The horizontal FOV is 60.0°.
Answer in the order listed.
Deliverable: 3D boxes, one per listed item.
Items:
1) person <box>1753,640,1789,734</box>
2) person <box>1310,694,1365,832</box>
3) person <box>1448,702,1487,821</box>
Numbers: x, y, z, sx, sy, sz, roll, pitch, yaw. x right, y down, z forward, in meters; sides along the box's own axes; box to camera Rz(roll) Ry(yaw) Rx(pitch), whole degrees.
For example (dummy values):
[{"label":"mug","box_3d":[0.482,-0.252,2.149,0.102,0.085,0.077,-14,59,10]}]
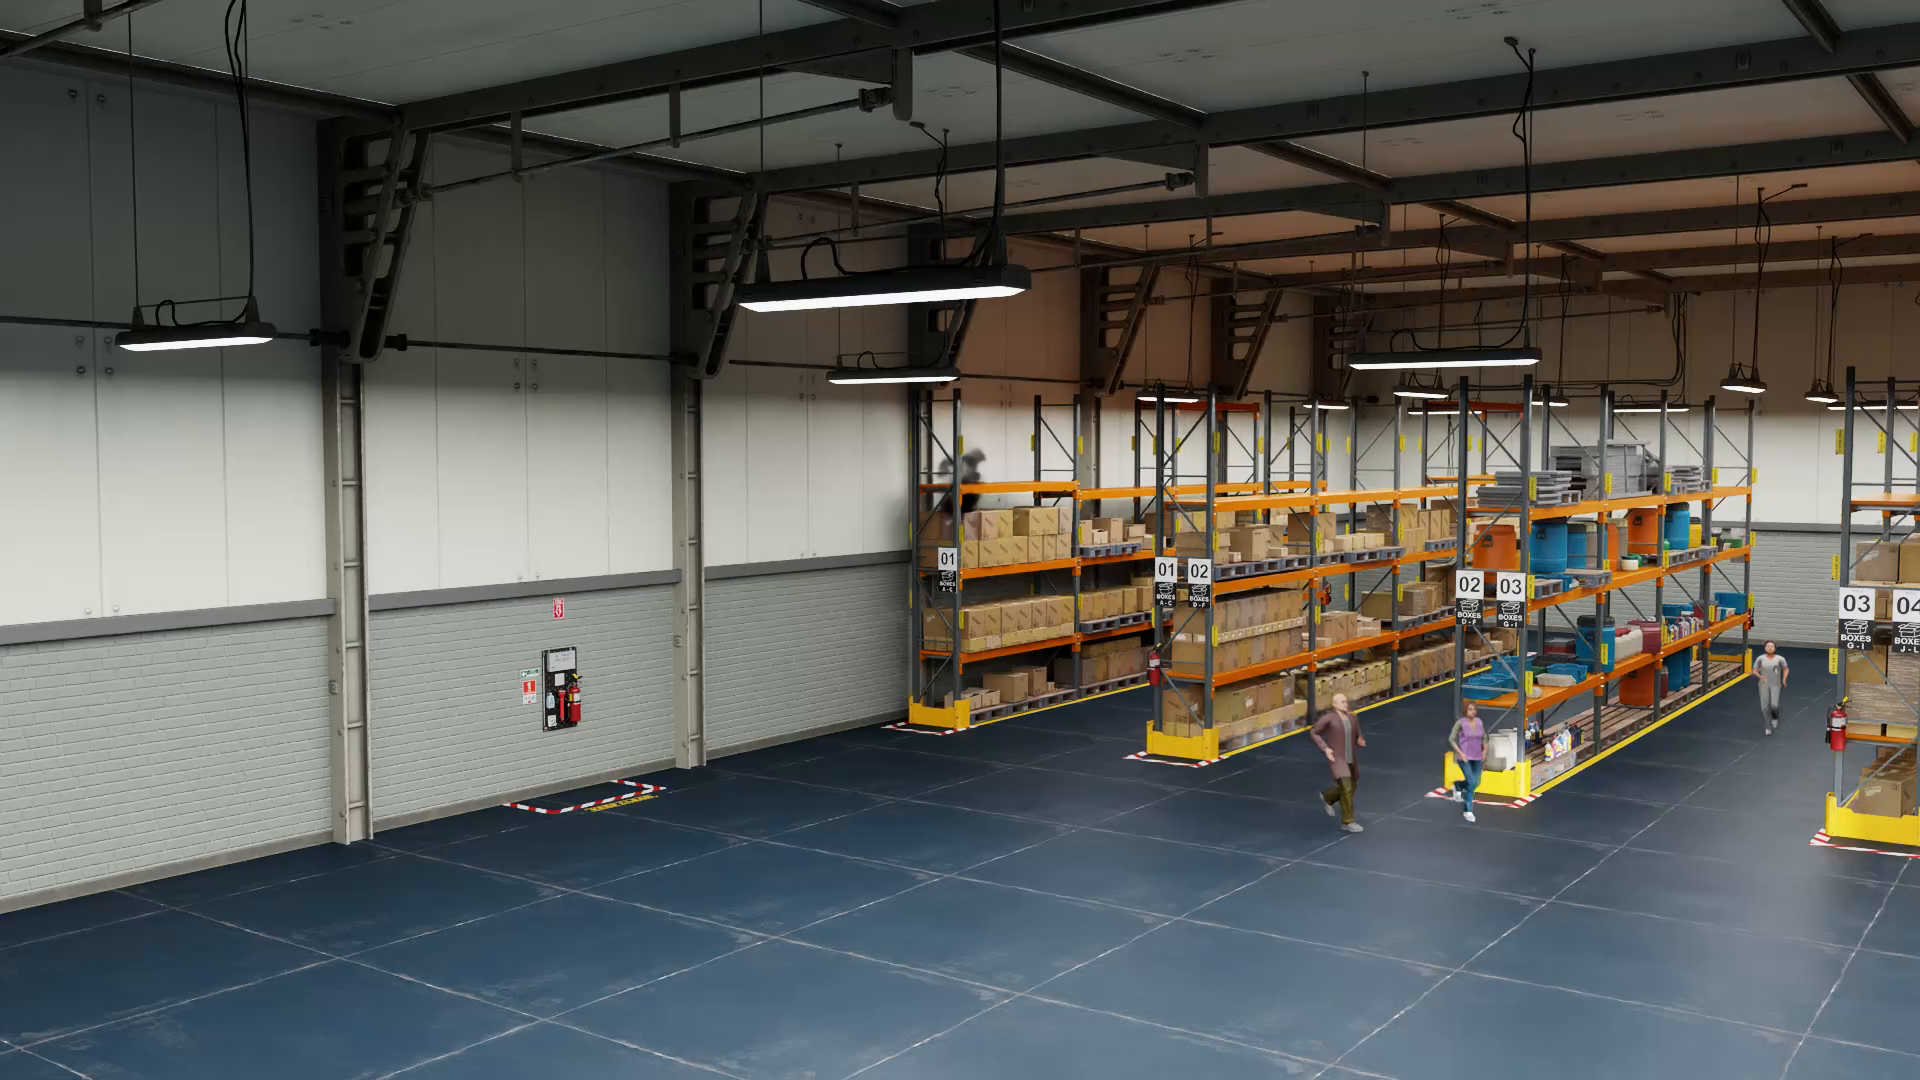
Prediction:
[{"label":"person","box_3d":[14.022,2.549,28.772,0.558,1.631,0.555,2,4,27]},{"label":"person","box_3d":[4.967,2.884,21.738,0.720,1.750,0.953,-2,4,-27]},{"label":"person","box_3d":[6.821,2.955,22.433,0.555,1.583,0.608,-1,3,-13]}]
